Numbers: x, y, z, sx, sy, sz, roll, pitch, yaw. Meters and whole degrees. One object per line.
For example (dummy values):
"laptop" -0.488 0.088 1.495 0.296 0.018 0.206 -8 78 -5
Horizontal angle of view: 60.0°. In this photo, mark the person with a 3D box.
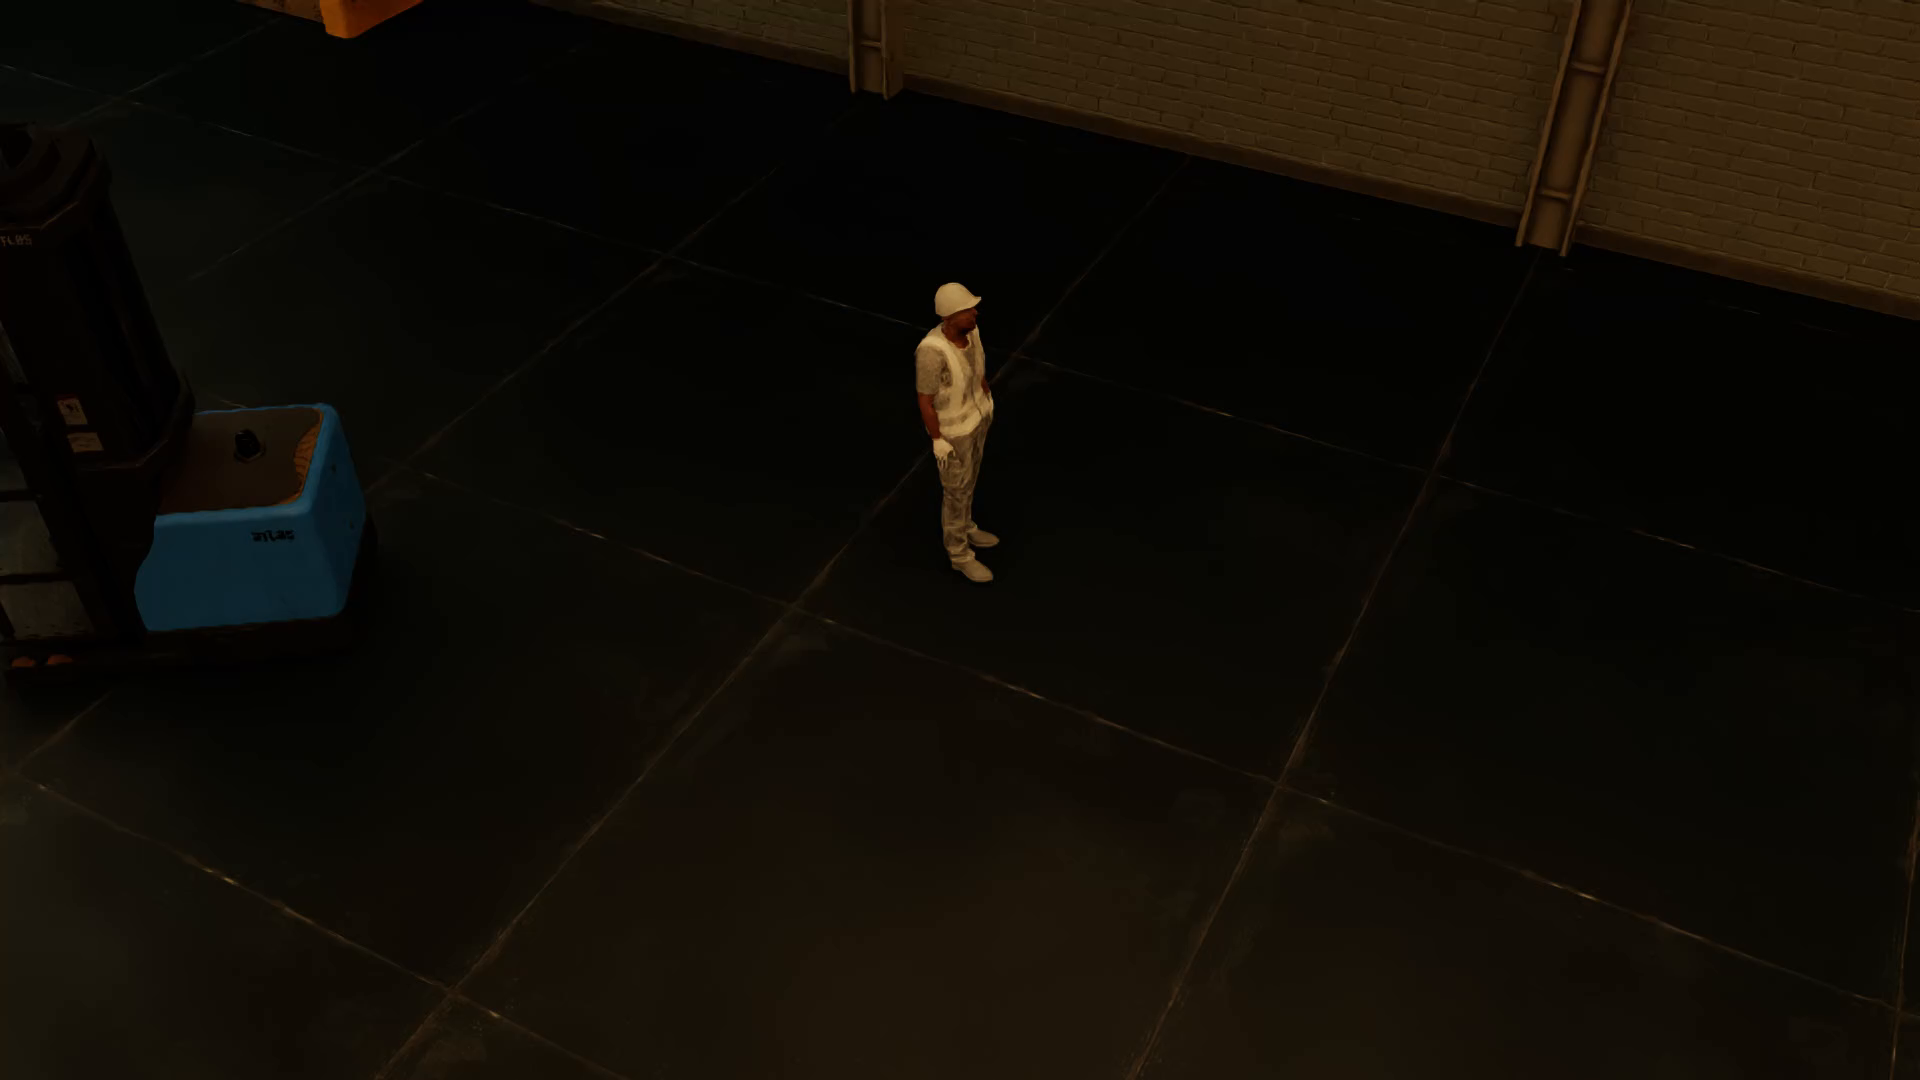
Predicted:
"person" 0.060 -0.660 9.654 0.576 1.777 0.655 18 43 21

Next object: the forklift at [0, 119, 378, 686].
"forklift" -4.999 -0.668 8.780 3.031 2.935 1.130 -5 40 -6
